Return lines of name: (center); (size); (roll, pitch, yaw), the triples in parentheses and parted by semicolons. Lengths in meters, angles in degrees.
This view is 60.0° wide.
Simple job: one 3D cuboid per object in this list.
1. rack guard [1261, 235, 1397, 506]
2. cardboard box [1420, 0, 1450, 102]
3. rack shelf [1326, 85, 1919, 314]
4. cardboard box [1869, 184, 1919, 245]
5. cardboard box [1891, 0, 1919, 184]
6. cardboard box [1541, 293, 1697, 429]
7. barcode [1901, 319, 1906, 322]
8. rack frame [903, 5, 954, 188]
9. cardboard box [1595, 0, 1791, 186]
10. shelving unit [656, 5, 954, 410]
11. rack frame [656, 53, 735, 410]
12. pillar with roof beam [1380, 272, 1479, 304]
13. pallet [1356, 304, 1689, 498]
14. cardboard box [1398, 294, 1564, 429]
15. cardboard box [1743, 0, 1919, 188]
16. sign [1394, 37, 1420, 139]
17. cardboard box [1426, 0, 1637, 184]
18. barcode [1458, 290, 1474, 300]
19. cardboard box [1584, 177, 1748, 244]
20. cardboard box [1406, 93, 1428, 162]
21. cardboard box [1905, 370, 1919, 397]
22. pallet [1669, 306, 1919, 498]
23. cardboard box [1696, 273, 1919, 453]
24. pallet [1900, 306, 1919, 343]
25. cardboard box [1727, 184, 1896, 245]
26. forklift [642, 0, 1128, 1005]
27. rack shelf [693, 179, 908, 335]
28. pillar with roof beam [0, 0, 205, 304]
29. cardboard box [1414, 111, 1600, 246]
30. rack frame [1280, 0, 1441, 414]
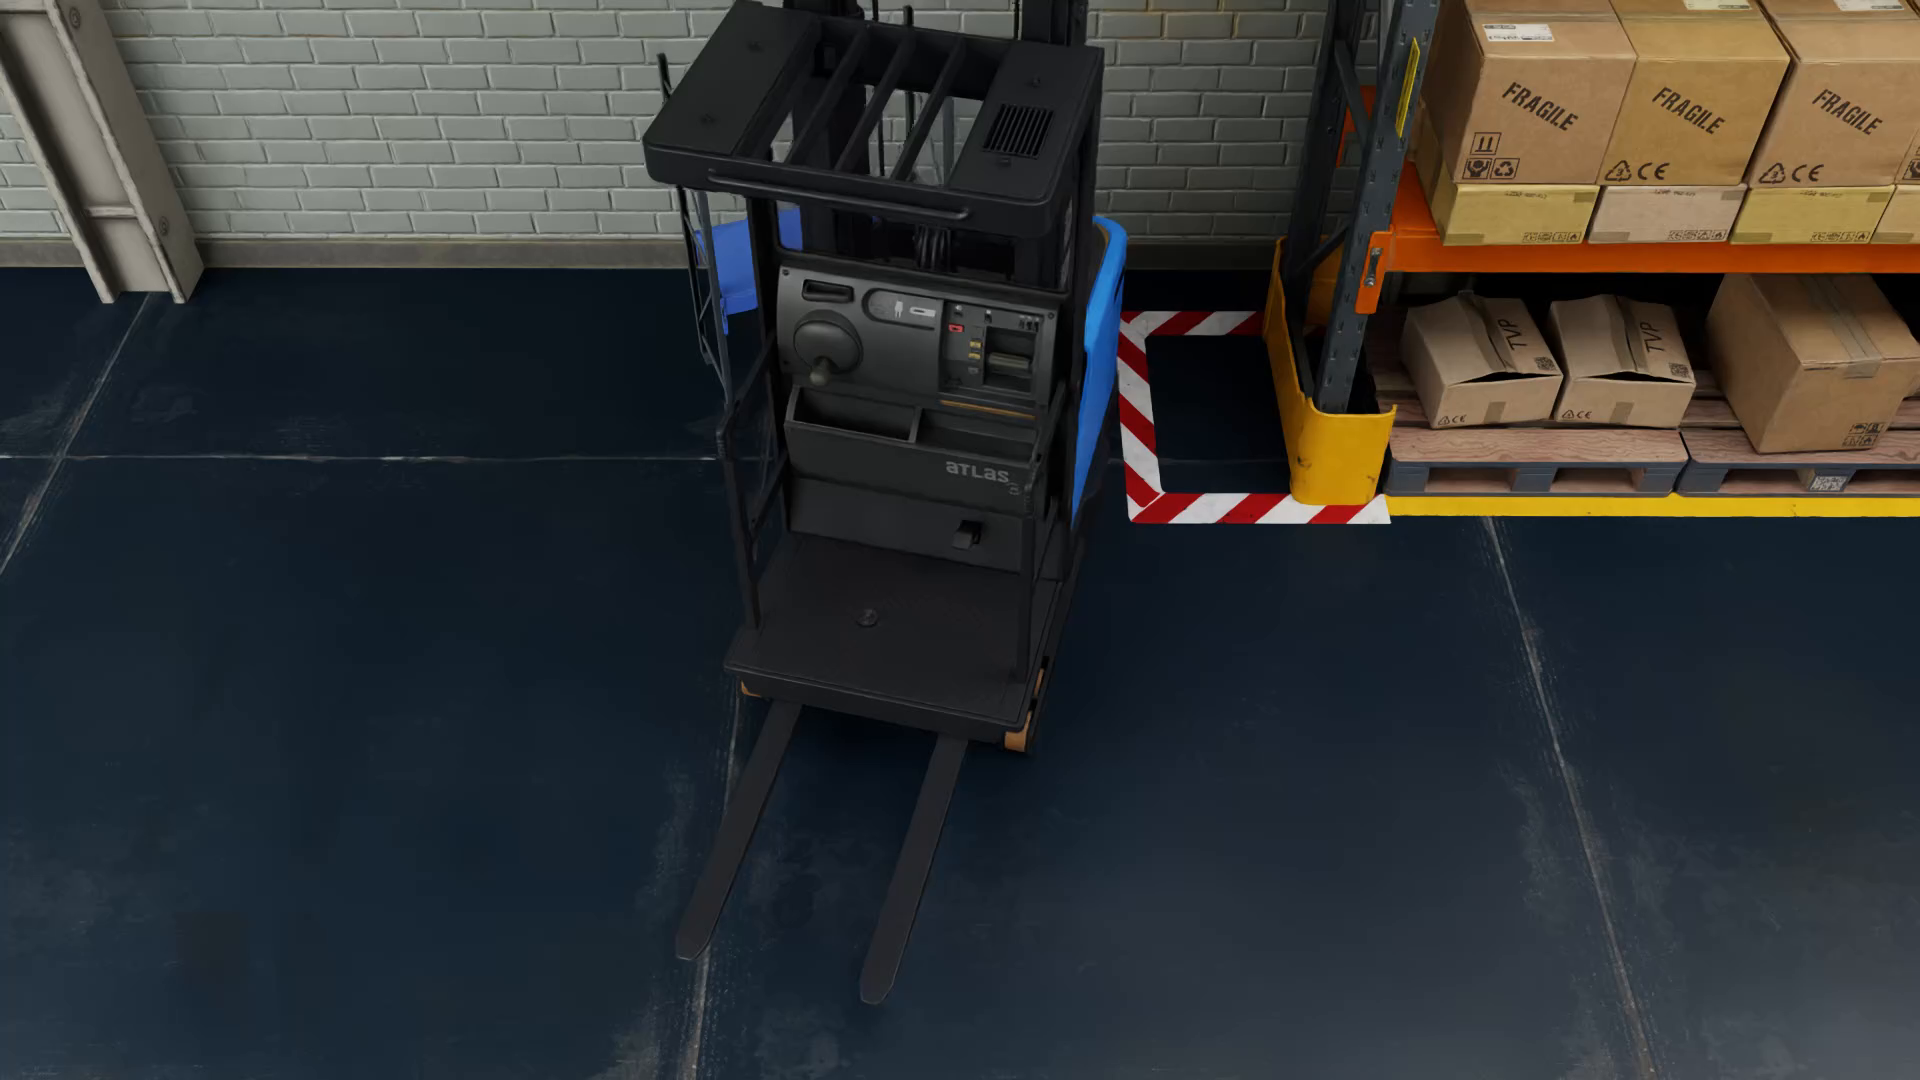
rack guard: (1.555, -0.743, 7.100); (0.348, 0.500, 1.175); (0, 47, 0)
cardboard box: (1.951, -1.960, 6.102); (0.500, 0.500, 0.500); (0, 47, 0)
rack shelf: (3.479, -1.344, 6.443); (4.000, 0.370, 1.077); (0, 47, 0)
cardboard box: (3.500, -1.317, 6.015); (0.500, 0.250, 0.500); (1, 47, 1)
cardboard box: (3.482, -1.577, 5.745); (0.500, 0.500, 0.500); (1, 47, 1)
cardboard box: (2.741, -0.759, 6.944); (0.500, 0.311, 0.500); (4, 47, 3)
barcode: (4.009, -0.921, 7.129); (0.075, 0.075, 0.001); (0, 47, 0)
rack frame: (-0.127, -1.475, 7.099); (0.032, 1.500, 0.500); (-16, 49, -14)
cardboard box: (2.449, -1.576, 5.744); (0.500, 0.500, 0.500); (0, 47, 0)
shelving unit: (-0.601, -1.341, 6.974); (1.048, 1.500, 0.538); (-16, 49, -14)
rack frame: (-1.075, -1.207, 6.849); (0.032, 1.500, 0.500); (-16, 49, -14)
pillar with roof beam: (2.166, -1.119, 1.644); (0.400, 9.000, 9.100); (0, 47, 0)
pallet: (2.367, -0.616, 7.179); (1.213, 0.211, 1.003); (0, 47, 0)
cardboard box: (2.170, -0.761, 6.945); (0.500, 0.311, 0.500); (-5, 47, -4)
cardboard box: (2.966, -1.570, 5.739); (0.500, 0.500, 0.500); (-1, 47, -1)
sign: (1.477, -1.493, 5.499); (0.005, 0.325, 0.100); (0, 47, 0)
cardboard box: (1.955, -1.585, 5.752); (0.500, 0.500, 0.500); (0, 47, 0)
barcode: (2.190, -1.057, 7.214); (0.075, 0.075, 0.001); (0, 47, 0)
cardboard box: (2.485, -1.326, 6.024); (0.500, 0.250, 0.500); (-1, 47, -1)
cardboard box: (1.947, -1.691, 6.364); (0.500, 0.250, 0.500); (1, 47, 1)
cardboard box: (3.880, -0.781, 7.075); (0.250, 0.149, 0.380); (-3, 47, -3)
pallet: (3.584, -0.611, 7.174); (1.213, 0.211, 1.003); (0, 47, 0)
cardboard box: (3.474, -0.785, 6.839); (0.500, 0.500, 0.700); (-3, 47, -2)
pallet: (4.807, -0.610, 7.173); (1.213, 0.211, 1.003); (0, 47, 0)
cardboard box: (2.994, -1.320, 6.018); (0.500, 0.250, 0.500); (-1, 47, 0)
forklift: (-0.196, -0.550, 5.260); (1.130, 2.935, 3.031); (11, 48, 10)
rack shelf: (-0.601, -1.219, 7.106); (1.000, 0.185, 0.538); (-16, 49, -14)
pillar with roof beam: (-3.834, -1.135, 1.659); (0.400, 9.000, 9.100); (0, 47, 0)
cardboard box: (1.966, -1.317, 6.015); (0.500, 0.250, 0.500); (-1, 47, -1)
rack frame: (1.479, -1.595, 6.185); (0.127, 3.000, 1.000); (0, 47, 0)
